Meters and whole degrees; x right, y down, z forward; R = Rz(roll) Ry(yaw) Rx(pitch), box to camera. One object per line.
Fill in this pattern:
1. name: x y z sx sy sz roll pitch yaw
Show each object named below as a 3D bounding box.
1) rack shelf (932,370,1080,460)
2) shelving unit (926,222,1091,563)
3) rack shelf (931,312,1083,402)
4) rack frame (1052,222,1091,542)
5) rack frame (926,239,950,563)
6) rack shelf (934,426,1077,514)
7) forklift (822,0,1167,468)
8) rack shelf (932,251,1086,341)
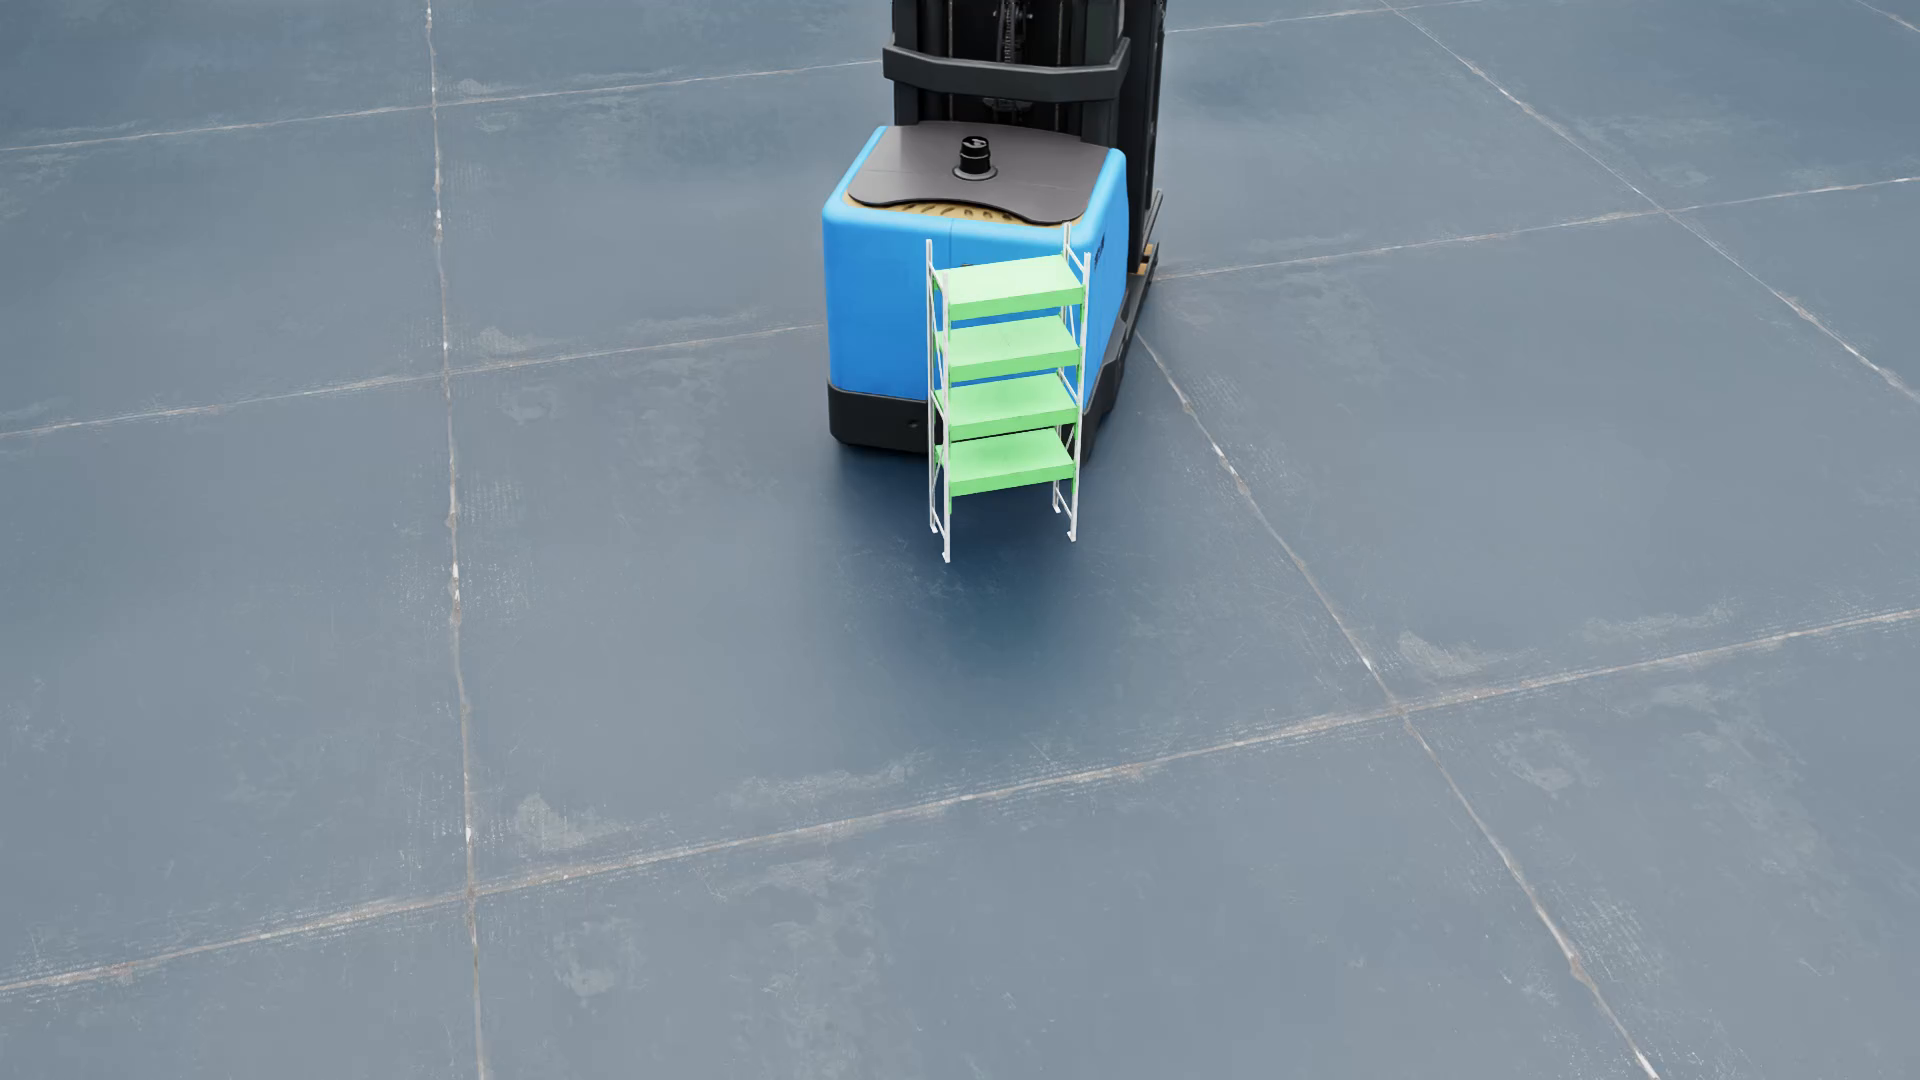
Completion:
1. rack shelf: 0.160 -0.452 5.959 0.480 0.148 0.258 -9 38 -12
2. shelving unit: 0.160 -0.503 5.920 0.503 1.200 0.258 -9 38 -12
3. rack shelf: 0.160 -0.643 5.813 0.480 0.148 0.258 -9 38 -12
4. rack frame: 0.395 -0.541 5.970 0.015 1.200 0.240 -9 38 -12
5. rack frame: -0.076 -0.464 5.869 0.015 1.200 0.240 -9 38 -12
6. rack shelf: 0.160 -0.261 6.104 0.480 0.148 0.258 -9 38 -12
7. forklift: 0.318 -2.327 6.880 1.130 2.935 3.031 8 38 11
8. rack shelf: 0.160 -0.833 5.667 0.480 0.148 0.258 -9 38 -12
